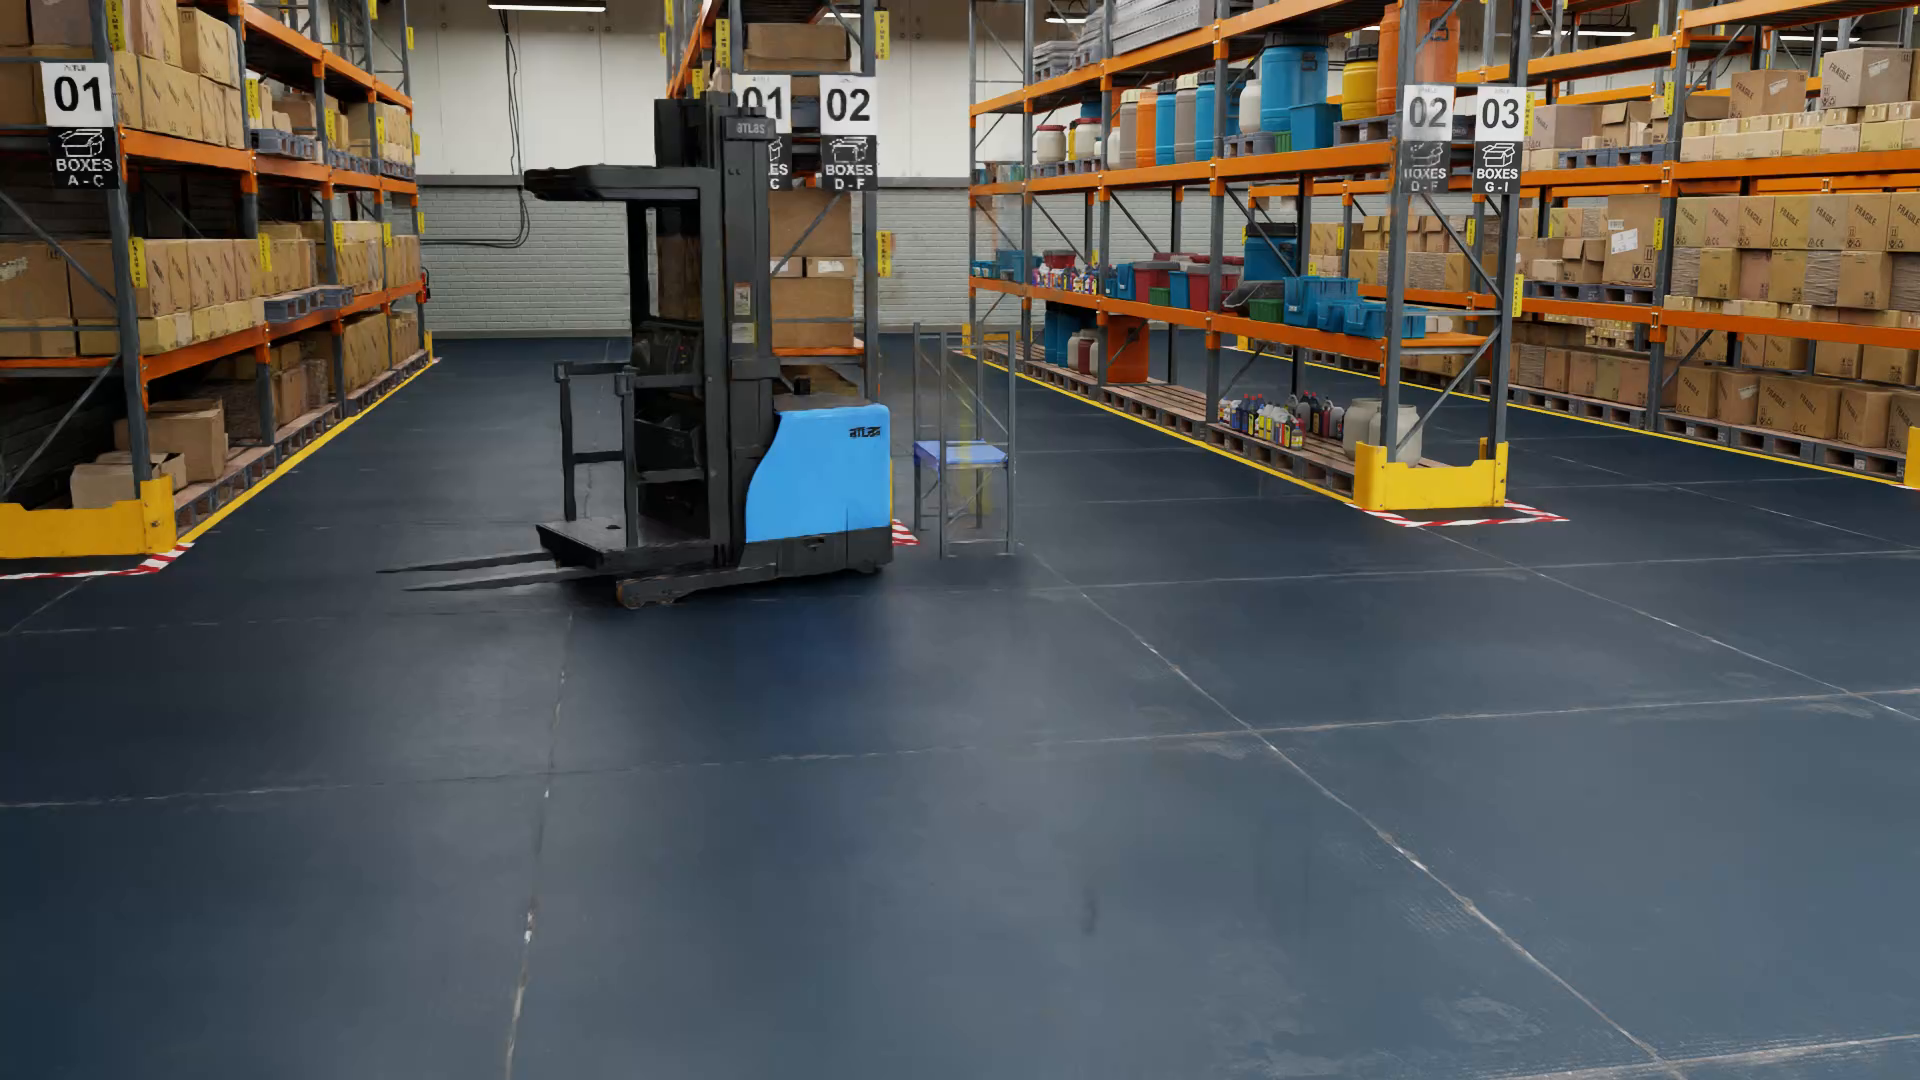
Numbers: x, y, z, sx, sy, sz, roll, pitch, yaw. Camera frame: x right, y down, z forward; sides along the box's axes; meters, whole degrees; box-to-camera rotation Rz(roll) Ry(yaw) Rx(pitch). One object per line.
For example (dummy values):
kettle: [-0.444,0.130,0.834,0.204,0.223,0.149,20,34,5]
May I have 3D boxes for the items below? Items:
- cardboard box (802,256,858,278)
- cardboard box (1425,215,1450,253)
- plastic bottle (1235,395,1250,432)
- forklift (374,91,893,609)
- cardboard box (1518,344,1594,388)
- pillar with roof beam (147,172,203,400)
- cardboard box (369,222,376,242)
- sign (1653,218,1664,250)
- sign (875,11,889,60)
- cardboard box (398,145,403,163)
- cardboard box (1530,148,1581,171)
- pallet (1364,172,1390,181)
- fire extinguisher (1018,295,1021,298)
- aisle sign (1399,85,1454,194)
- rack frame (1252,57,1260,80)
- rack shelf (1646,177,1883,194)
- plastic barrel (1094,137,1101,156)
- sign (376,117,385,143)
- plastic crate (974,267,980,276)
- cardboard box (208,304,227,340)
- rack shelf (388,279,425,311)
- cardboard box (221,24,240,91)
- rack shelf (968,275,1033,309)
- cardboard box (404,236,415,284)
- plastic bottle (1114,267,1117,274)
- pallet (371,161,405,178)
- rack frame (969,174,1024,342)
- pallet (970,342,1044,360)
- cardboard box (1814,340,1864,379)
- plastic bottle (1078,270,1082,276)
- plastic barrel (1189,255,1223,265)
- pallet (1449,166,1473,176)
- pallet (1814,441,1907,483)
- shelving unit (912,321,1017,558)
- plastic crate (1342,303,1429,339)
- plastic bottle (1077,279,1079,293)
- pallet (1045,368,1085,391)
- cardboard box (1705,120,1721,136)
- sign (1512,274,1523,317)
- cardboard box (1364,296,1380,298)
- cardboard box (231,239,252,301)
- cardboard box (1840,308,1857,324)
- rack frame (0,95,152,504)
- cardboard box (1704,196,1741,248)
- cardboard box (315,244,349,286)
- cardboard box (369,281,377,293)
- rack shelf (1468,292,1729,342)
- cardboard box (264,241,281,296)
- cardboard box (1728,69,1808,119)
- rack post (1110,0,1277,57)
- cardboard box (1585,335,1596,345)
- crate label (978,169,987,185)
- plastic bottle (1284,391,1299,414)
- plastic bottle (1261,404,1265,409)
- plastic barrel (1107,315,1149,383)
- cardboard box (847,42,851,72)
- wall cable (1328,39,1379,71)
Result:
cardboard box: [-0.955,-2.008,12.219,0.380,0.149,0.250,-2,11,-11]
cardboard box: [6.822,-4.183,22.701,0.797,0.503,0.637,-2,11,-10]
plastic bottle: [2.742,-1.225,16.017,0.144,0.351,0.185,-2,11,-9]
forklift: [-1.938,-1.153,9.914,3.031,2.935,1.130,-7,13,-33]
cardboard box: [7.342,-2.152,20.487,0.700,0.500,0.500,-3,11,-16]
pillar with roof beam: [-3.877,-5.680,17.473,9.100,9.000,0.400,-2,11,-11]
cardboard box: [-7.850,-3.983,21.479,0.500,0.250,0.500,-2,11,-10]
sign: [7.306,-3.201,17.396,0.100,0.325,0.005,-2,11,-11]
sign: [-0.544,-3.521,11.601,0.100,0.325,0.005,-2,11,-11]
cardboard box: [-8.449,-5.654,24.366,0.500,0.250,0.500,-2,11,-13]
cardboard box: [7.123,-4.503,19.712,0.500,0.250,0.500,-2,11,-10]
pallet: [6.521,-5.334,24.186,0.805,0.209,1.217,-3,11,-13]
fire extinguisher: [1.074,-4.497,28.505,0.296,0.674,0.183,-2,11,-11]
aisle sign: [3.492,-2.993,12.444,0.394,0.787,0.004,-2,11,-11]
rack frame: [5.516,-7.801,28.616,1.000,3.000,0.127,-2,11,-11]
rack shelf: [11.568,-5.036,24.032,1.077,0.370,4.000,-2,11,-11]
plastic barrel: [1.861,-5.010,21.220,0.301,0.262,0.301,0,11,0]
sign: [-7.752,-5.484,22.238,0.100,0.325,0.005,-2,11,-11]
plastic crate: [0.364,-4.455,27.624,0.250,0.136,0.298,-2,11,-11]
cardboard box: [-6.036,-1.698,12.940,0.500,0.250,0.500,-2,11,-10]
rack shelf: [-8.671,-3.593,24.478,1.077,0.370,4.000,-2,11,-11]
cardboard box: [-6.363,-4.054,13.958,0.500,0.500,0.500,-3,11,-16]
rack shelf: [1.047,-3.954,26.371,1.077,0.370,4.000,-2,11,-11]
cardboard box: [-8.799,-4.235,25.121,0.980,0.700,0.700,-2,11,-11]
plastic bottle: [2.150,-3.557,22.496,0.144,0.351,0.185,-2,11,-11]
pallet: [-8.665,-5.384,24.175,1.003,0.211,1.213,-2,11,-11]
rack frame: [0.658,-4.674,28.231,1.000,3.000,0.127,-2,11,-11]
pallet: [0.780,-3.151,27.689,1.003,0.211,1.213,-2,11,-11]
cardboard box: [11.987,-2.535,21.886,1.050,0.750,0.750,-2,11,-12]
plastic bottle: [1.600,-3.457,22.148,0.061,0.283,0.133,-2,11,-11]
plastic barrel: [2.794,-2.937,18.742,0.433,0.535,0.433,0,11,0]
pallet: [6.895,-4.884,21.816,1.213,0.211,1.003,-2,11,-8]
pallet: [8.490,-0.714,14.883,1.003,0.211,1.213,-2,11,-11]
shelving unit: [0.017,-0.721,11.474,0.538,1.500,1.048,-2,11,-11]
plastic crate: [3.379,-1.747,13.252,0.499,0.251,0.616,-2,11,-11]
plastic bottle: [1.573,-3.321,21.655,0.097,0.201,0.097,0,11,0]
pallet: [1.786,-2.203,22.708,1.003,0.211,1.213,-2,11,-11]
cardboard box: [7.730,-4.132,16.694,0.380,0.149,0.250,-3,11,-14]
sign: [4.310,-1.895,12.888,0.100,0.325,0.005,-2,11,-11]
cardboard box: [6.244,-3.407,26.133,0.875,0.875,0.875,-2,11,-11]
cardboard box: [-6.228,-2.251,13.840,0.500,0.500,0.500,-2,11,-11]
cardboard box: [8.182,-2.025,14.983,0.380,0.149,0.250,-2,11,-11]
rack frame: [-5.948,-1.379,10.920,1.000,3.000,0.127,-2,11,-11]
cardboard box: [7.787,-3.156,16.519,0.500,0.500,0.500,-2,11,-11]
cardboard box: [-7.348,-3.150,19.107,0.500,0.500,0.500,-2,11,-9]
cardboard box: [-7.751,-3.274,21.493,0.380,0.149,0.250,-2,11,-11]
rack shelf: [7.461,-2.667,19.608,1.077,0.370,4.000,-2,11,-11]
cardboard box: [-6.893,-2.575,15.761,0.700,0.500,0.500,-1,11,-5]
cardboard box: [8.188,-4.494,16.864,0.500,0.500,0.500,-2,11,-13]
rack post: [2.524,-5.876,17.969,1.013,1.000,3.121,-2,11,-11]
cardboard box: [10.567,-3.337,27.710,0.380,0.149,0.250,-2,11,-11]
crate label: [0.520,-5.893,27.013,0.408,0.251,0.502,-2,11,-11]
plastic bottle: [3.258,-1.275,16.281,0.144,0.351,0.185,-2,11,-11]
plastic bottle: [2.888,-1.164,15.908,0.097,0.271,0.097,0,11,0]
plastic barrel: [2.102,-2.436,21.154,0.600,0.830,0.708,-2,11,-11]
cardboard box: [-1.145,-3.672,13.181,0.500,0.500,0.500,-2,11,-11]
wall cable: [7.797,-10.544,34.423,2.277,5.999,0.120,-2,11,-11]
